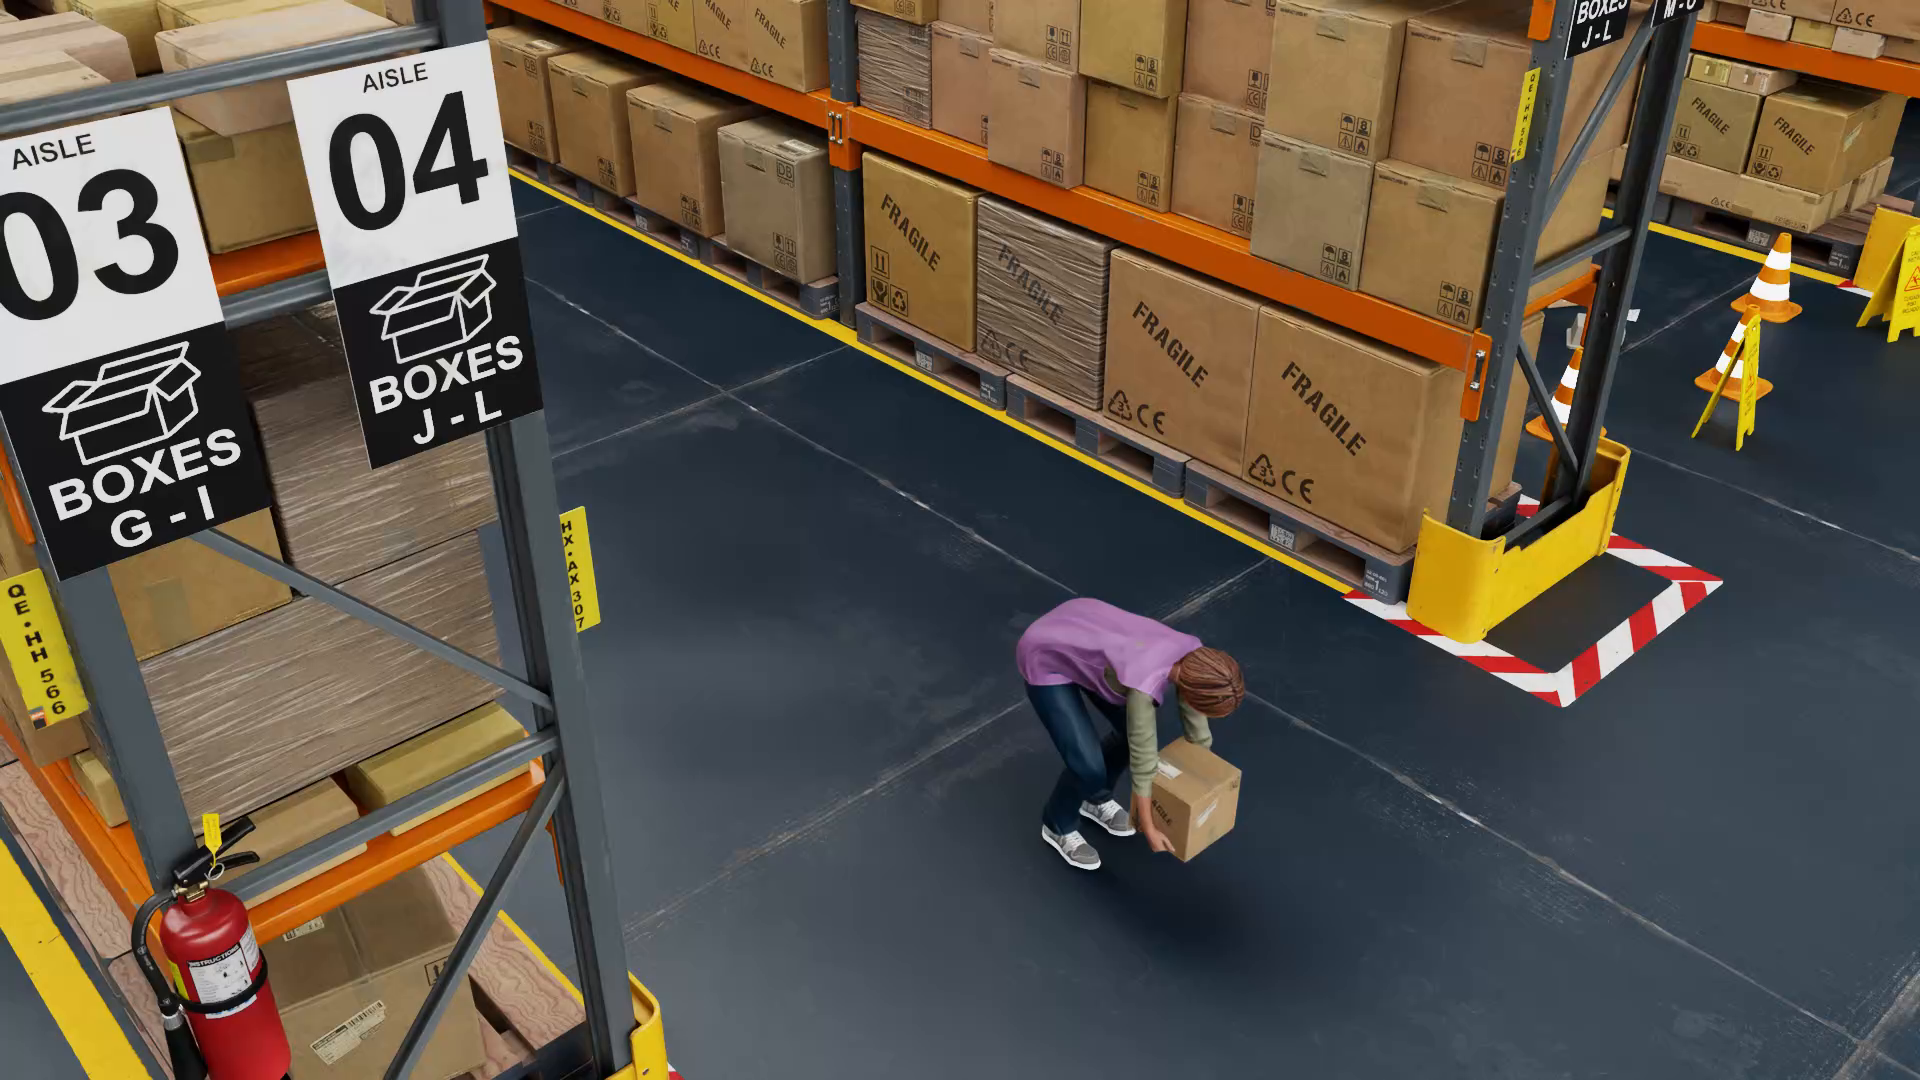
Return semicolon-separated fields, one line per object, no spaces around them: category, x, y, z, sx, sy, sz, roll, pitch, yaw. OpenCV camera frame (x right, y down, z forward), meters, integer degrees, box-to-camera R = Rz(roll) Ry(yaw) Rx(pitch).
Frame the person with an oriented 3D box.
person;0.481;0.651;5.670;0.635;1.005;0.369;28;41;36
